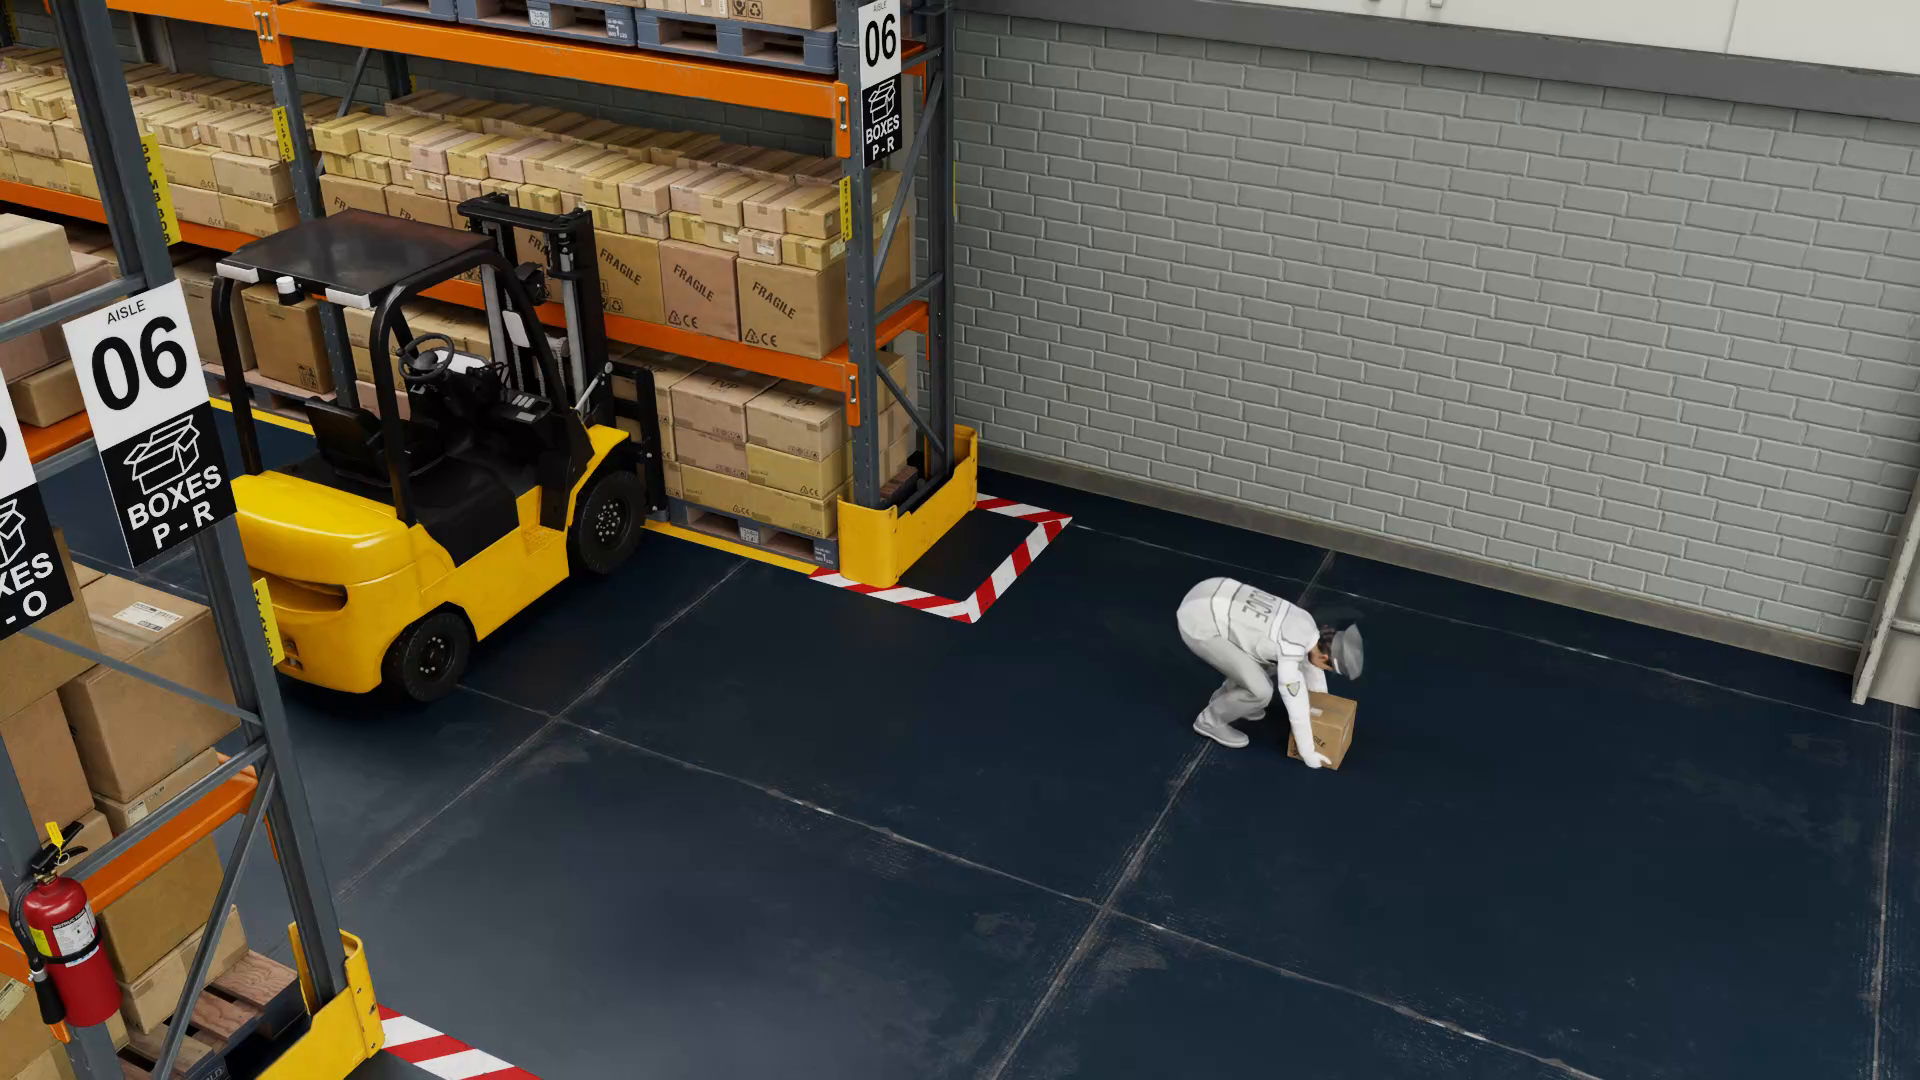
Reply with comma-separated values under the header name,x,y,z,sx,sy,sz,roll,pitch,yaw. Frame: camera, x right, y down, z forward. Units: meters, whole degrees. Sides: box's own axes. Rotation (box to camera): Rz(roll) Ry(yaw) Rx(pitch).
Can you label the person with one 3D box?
name,x,y,z,sx,sy,sz,roll,pitch,yaw
person,1.493,0.627,8.094,0.903,0.813,0.467,13,33,21
